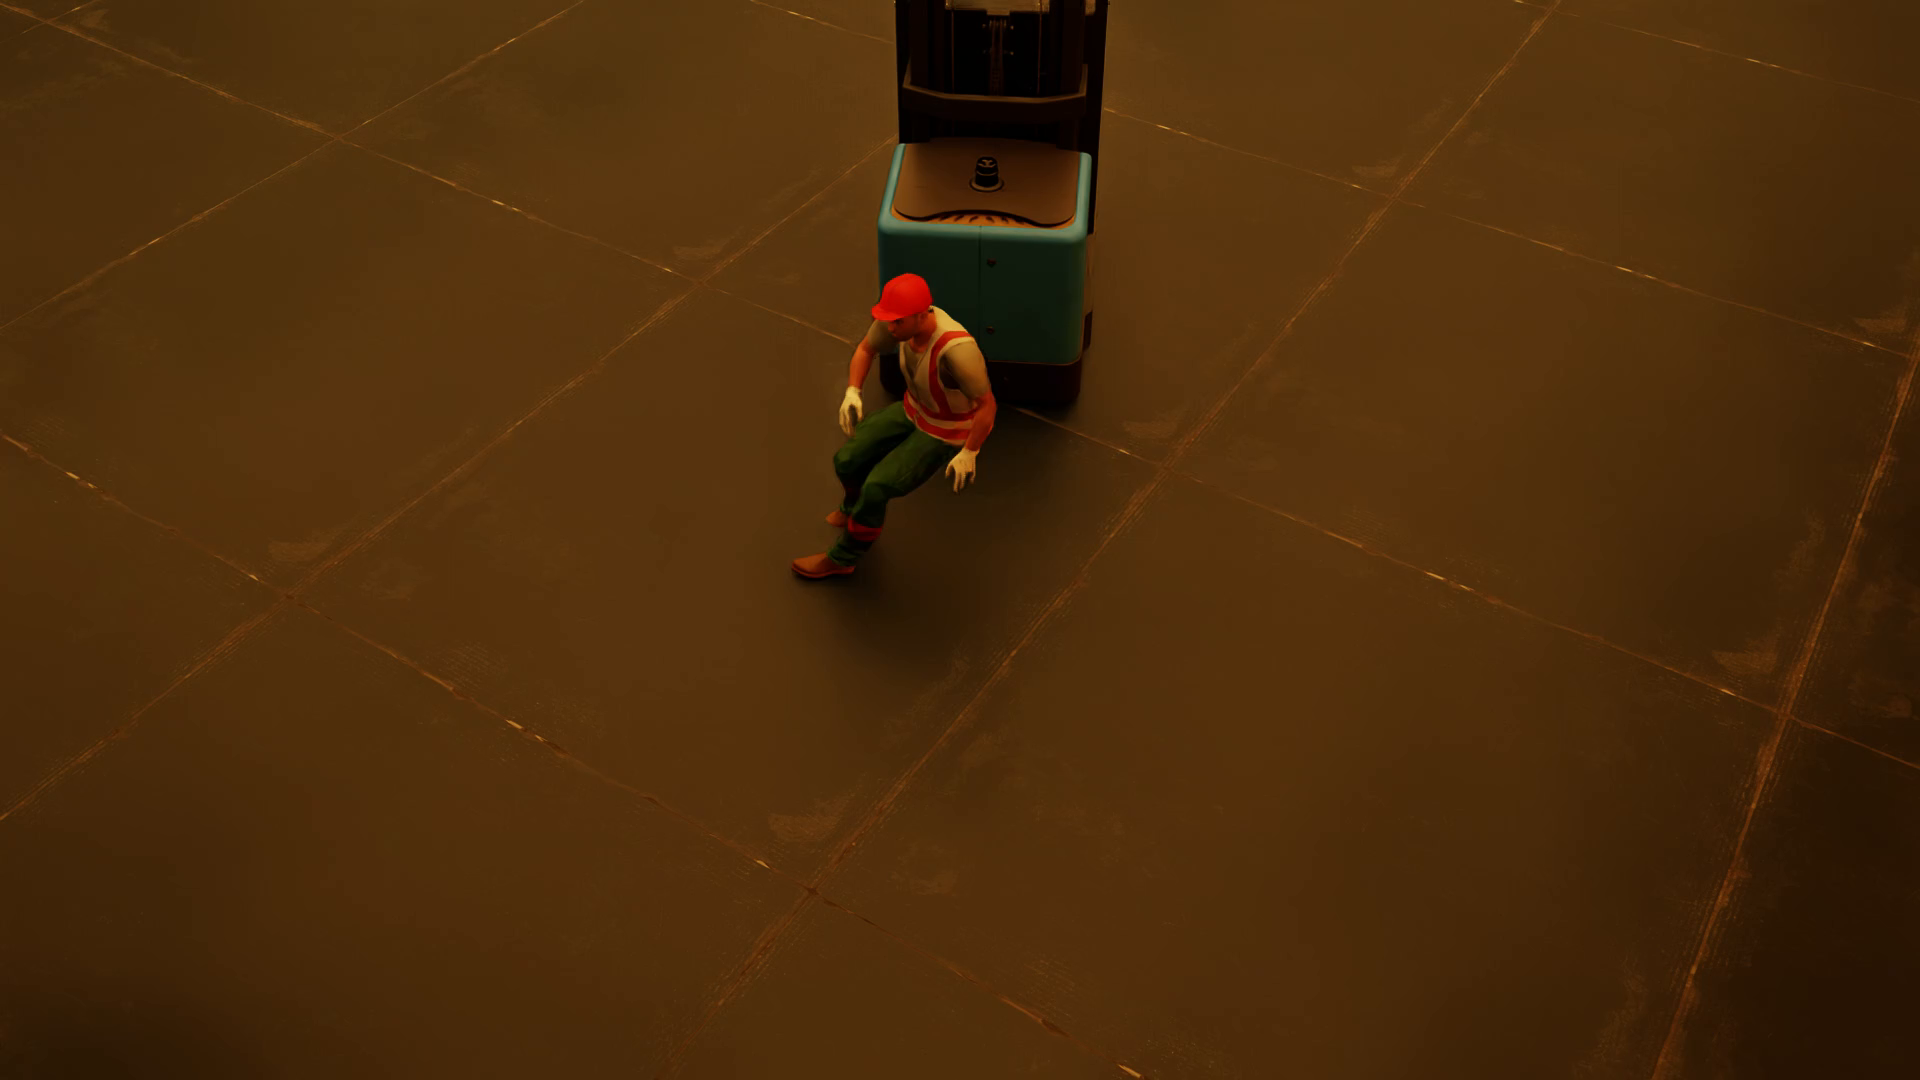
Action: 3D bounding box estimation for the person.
[{"bbox_3d":[-0.332,-0.468,7.425,0.919,1.558,0.813,-28,50,-27],"label":"person"}]

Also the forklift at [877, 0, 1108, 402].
[{"bbox_3d":[0.236,-2.792,8.794,1.130,2.935,3.031,4,44,4],"label":"forklift"}]
